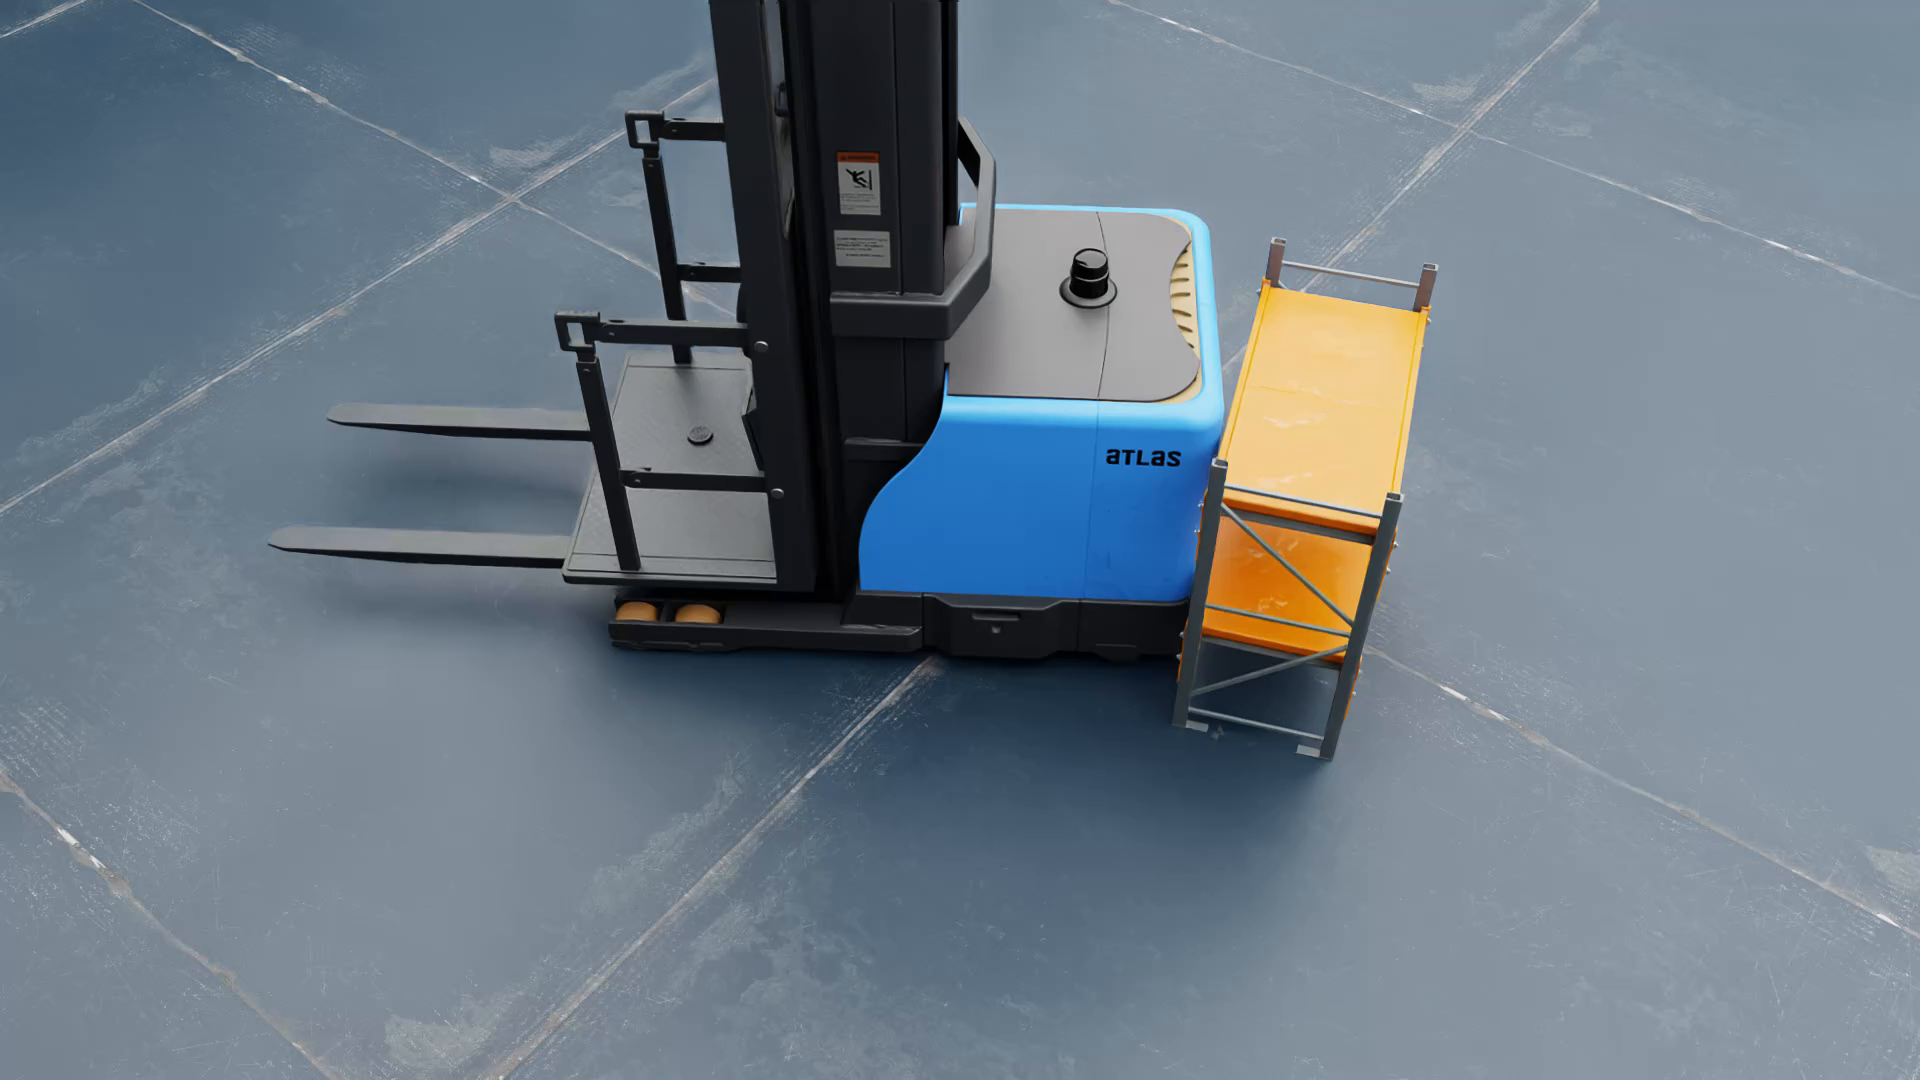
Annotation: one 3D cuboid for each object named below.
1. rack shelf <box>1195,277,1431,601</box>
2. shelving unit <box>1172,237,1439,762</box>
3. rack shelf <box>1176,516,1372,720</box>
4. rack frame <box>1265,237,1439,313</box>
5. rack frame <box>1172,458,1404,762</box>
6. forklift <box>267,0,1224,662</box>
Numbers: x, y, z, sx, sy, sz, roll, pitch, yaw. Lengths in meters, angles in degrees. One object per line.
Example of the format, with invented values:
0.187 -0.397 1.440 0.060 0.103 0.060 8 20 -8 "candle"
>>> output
1.048 -0.324 4.877 0.538 0.278 1.000 12 47 11 "rack shelf"
1.048 -0.122 5.089 0.538 1.125 1.048 12 47 11 "shelving unit"
1.048 0.047 5.266 0.538 0.278 1.000 12 47 11 "rack shelf"
1.190 -0.475 5.426 0.500 1.125 0.032 12 47 11 "rack frame"
0.906 0.231 4.752 0.500 1.125 0.032 12 47 11 "rack frame"
-0.735 -1.029 4.706 3.031 2.935 1.130 2 46 2 "forklift"
